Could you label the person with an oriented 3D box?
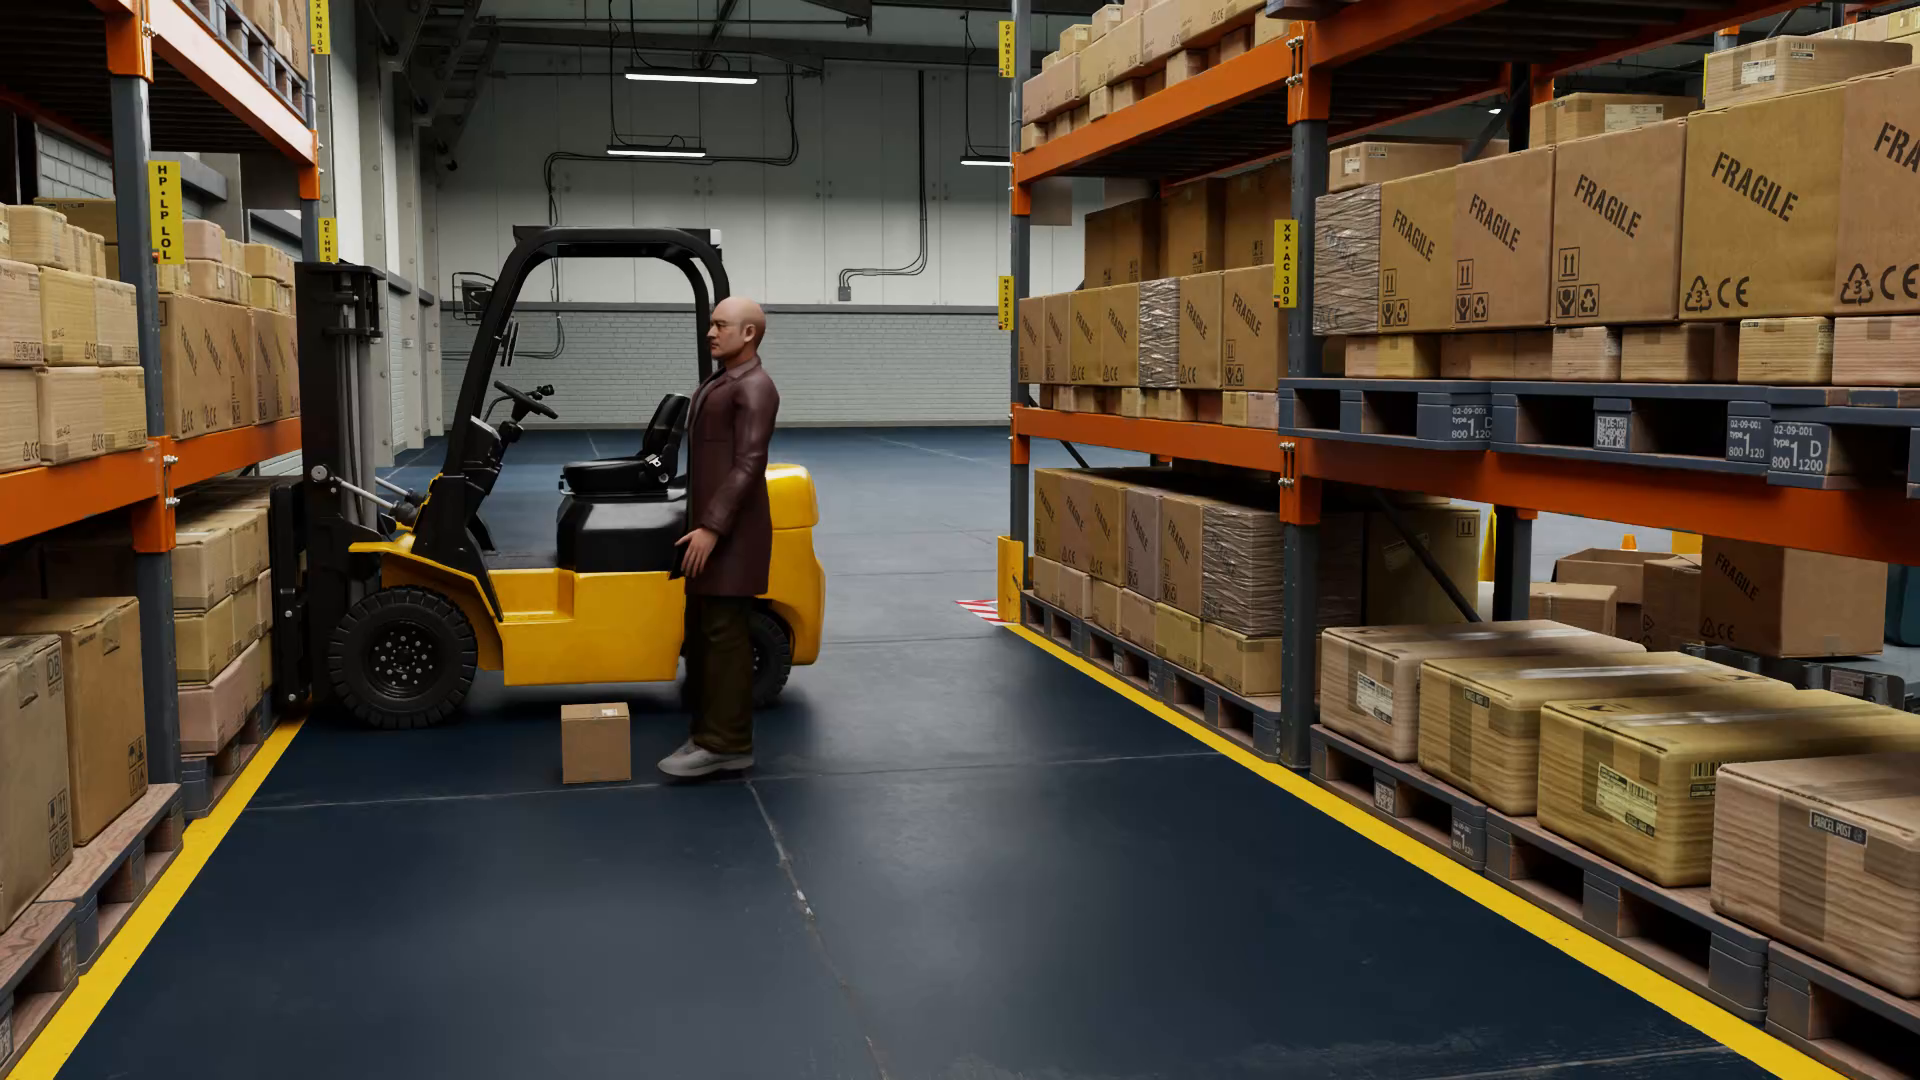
[{"bbox_3d":[-0.941,0.012,6.271,0.468,1.847,0.622,-2,6,-20],"label":"person"}]
